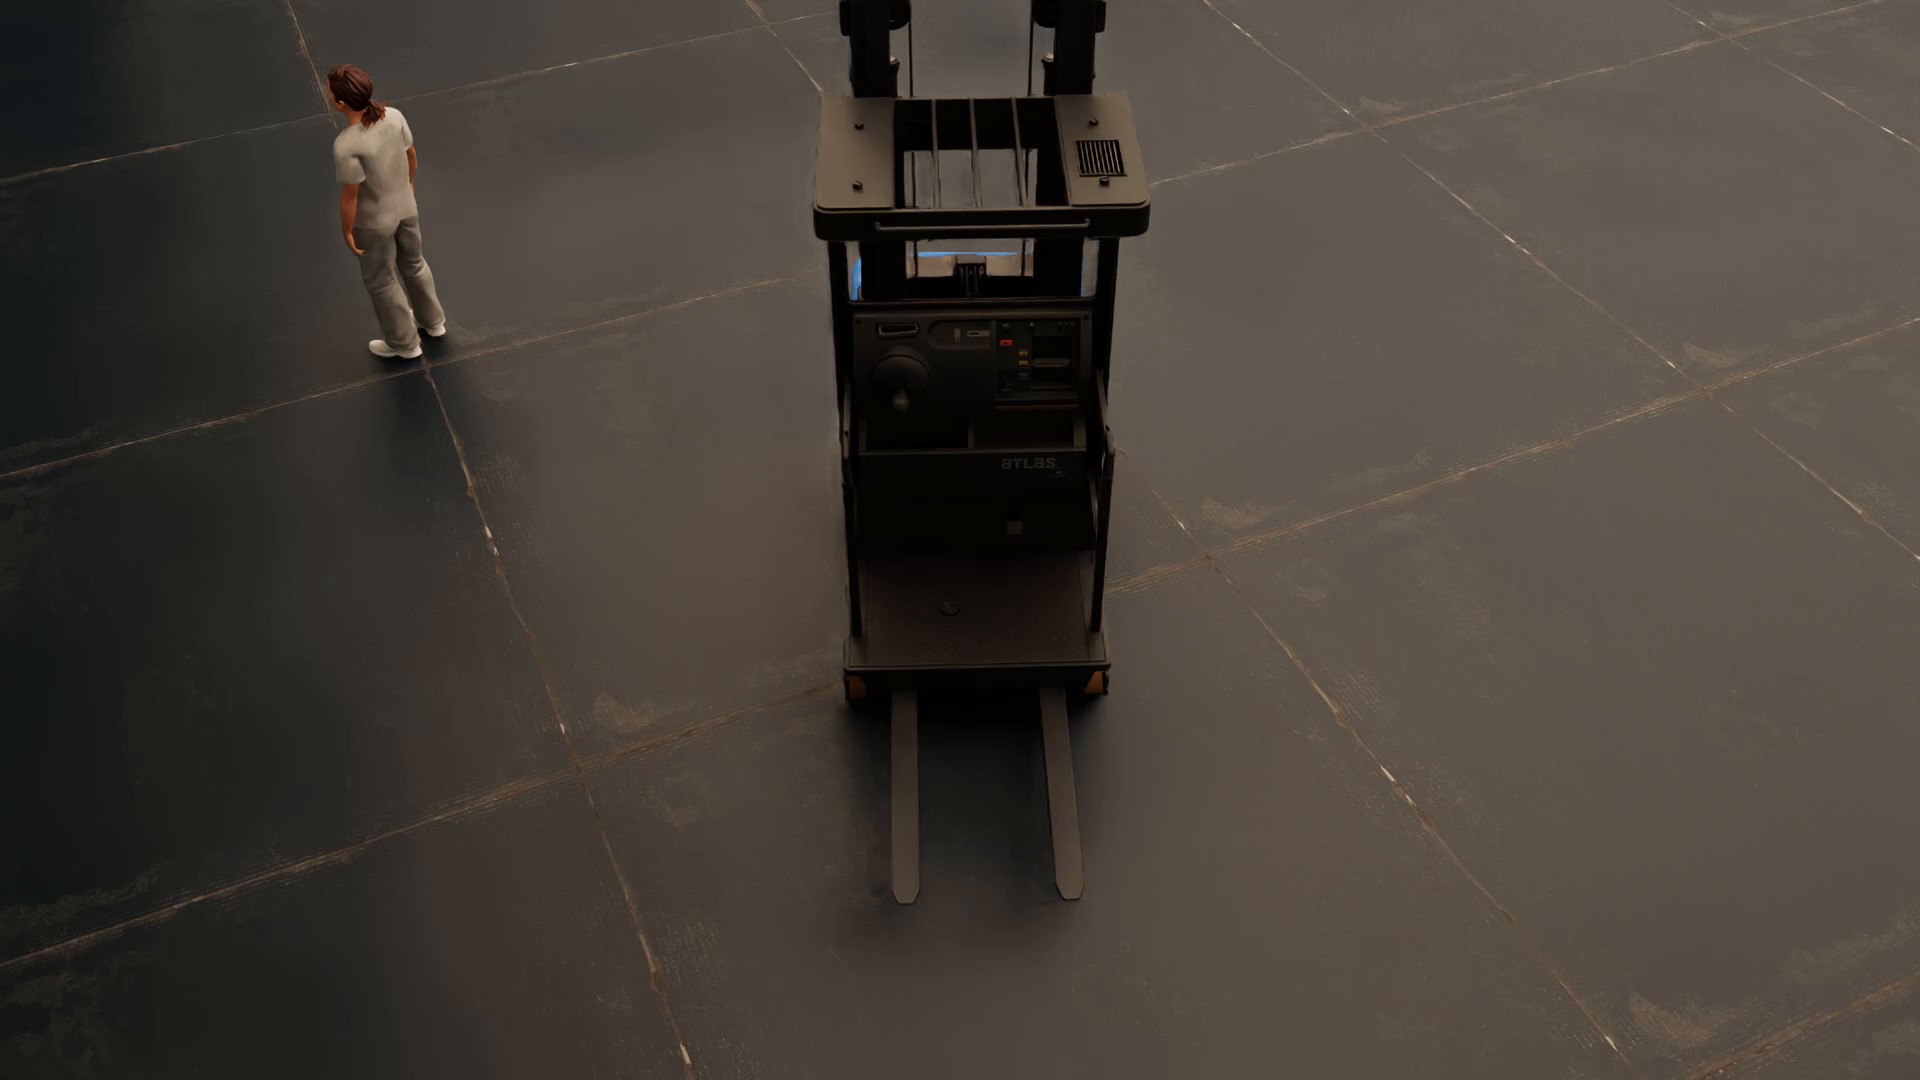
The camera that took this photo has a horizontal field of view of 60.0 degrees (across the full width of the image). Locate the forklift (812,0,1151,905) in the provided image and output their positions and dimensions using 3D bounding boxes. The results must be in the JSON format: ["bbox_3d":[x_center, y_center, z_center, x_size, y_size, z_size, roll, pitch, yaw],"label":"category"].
[{"bbox_3d":[0.058,-0.617,6.341,1.130,2.935,3.031,-1,43,-1],"label":"forklift"}]

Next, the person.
[{"bbox_3d":[-2.930,-1.637,8.360,0.493,1.685,0.525,21,47,21],"label":"person"}]
